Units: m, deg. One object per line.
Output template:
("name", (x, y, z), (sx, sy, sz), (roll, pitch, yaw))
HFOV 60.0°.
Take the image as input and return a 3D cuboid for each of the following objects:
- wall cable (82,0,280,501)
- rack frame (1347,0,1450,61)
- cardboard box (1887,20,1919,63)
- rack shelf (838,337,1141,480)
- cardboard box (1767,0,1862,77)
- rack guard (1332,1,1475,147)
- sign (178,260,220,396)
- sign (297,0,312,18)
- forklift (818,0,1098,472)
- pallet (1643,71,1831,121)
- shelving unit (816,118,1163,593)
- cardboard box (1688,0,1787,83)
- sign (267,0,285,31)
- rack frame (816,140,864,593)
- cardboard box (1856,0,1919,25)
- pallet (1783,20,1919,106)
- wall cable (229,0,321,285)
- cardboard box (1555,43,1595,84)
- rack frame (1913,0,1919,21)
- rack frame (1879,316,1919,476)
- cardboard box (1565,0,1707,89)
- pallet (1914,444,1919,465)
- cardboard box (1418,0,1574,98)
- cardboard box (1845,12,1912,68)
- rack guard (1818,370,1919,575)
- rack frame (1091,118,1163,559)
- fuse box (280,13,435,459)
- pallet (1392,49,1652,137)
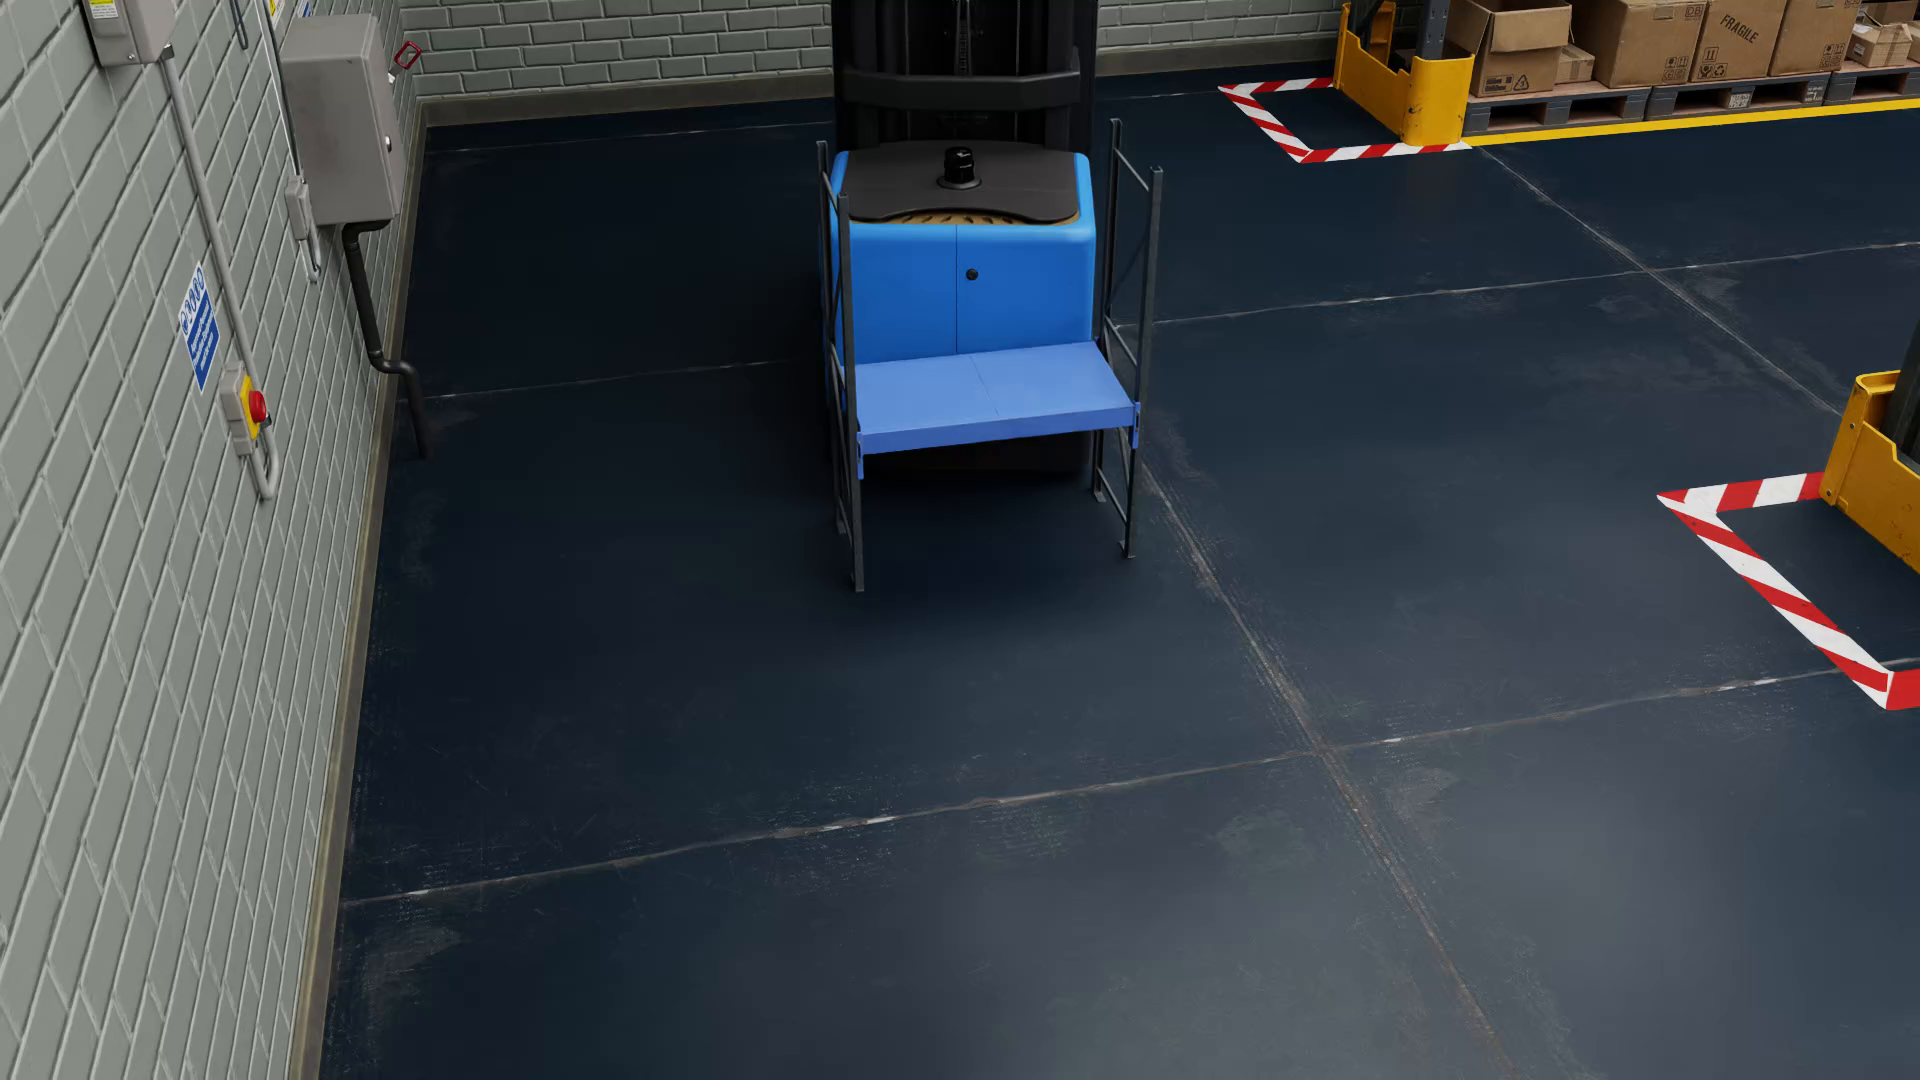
("wall cable", (-1.824, -0.882, 3.933), (0.123, 1.953, 0.585), (-7, 35, -11))
("rack frame", (2.572, -3.850, 9.296), (0.127, 3.000, 1.000), (-7, 35, -11))
("cardboard box", (5.995, -3.105, 10.366), (0.250, 0.149, 0.380), (-8, 35, -12))
("rack shelf", (0.085, -0.481, 5.944), (1.000, 0.185, 0.538), (-7, 34, -10))
("cardboard box", (5.044, -3.222, 10.226), (0.500, 0.500, 0.700), (-8, 35, -12))
("rack guard", (2.646, -2.822, 10.006), (0.348, 0.500, 1.175), (-7, 35, -11))
("sign", (-1.873, -0.526, 4.099), (0.001, 0.218, 0.327), (-7, 35, -11))
("sign", (-2.456, -1.810, 6.341), (0.001, 0.494, 0.329), (-7, 35, -11))
("forklift", (0.024, -2.274, 7.009), (1.130, 2.935, 3.031), (1, 34, 1))
("pallet", (4.611, -2.948, 10.454), (1.213, 0.211, 1.003), (-7, 35, -11))
("shelving unit", (0.085, -0.631, 5.844), (1.048, 1.500, 0.538), (-7, 34, -10))
("cardboard box", (4.570, -3.105, 10.052), (0.500, 0.500, 0.500), (-7, 34, -10))
("sign", (-2.335, -1.894, 5.640), (0.001, 0.242, 0.339), (-7, 35, -11))
("rack frame", (-0.412, -0.571, 5.755), (0.032, 1.500, 0.500), (-7, 34, -10))
("cardboard box", (5.777, -3.447, 10.731), (0.500, 0.311, 0.500), (-6, 34, -9))
("pallet", (5.803, -3.100, 10.681), (1.213, 0.211, 1.003), (-7, 35, -11))
("wall cable", (-2.148, -1.638, 5.088), (0.122, 1.984, 0.588), (-7, 35, -11))
("cardboard box", (3.612, -2.896, 10.055), (0.250, 0.149, 0.380), (-9, 35, -12))
("rack frame", (6.473, -4.342, 10.028), (0.127, 3.000, 1.000), (-7, 35, -11))
("rack frame", (3.671, -1.153, 5.276), (0.127, 3.000, 1.000), (-7, 35, -11))
("cardboard box", (4.032, -3.094, 10.036), (0.500, 0.500, 0.700), (-6, 34, -9))
("pallet", (4.433, -0.136, 6.263), (1.213, 0.211, 1.003), (-7, 35, -11))
("cardboard box", (3.190, -3.012, 9.910), (0.637, 0.503, 0.797), (-9, 35, -12))
("cardboard box", (5.647, -3.109, 10.268), (0.258, 0.266, 0.396), (-6, 34, -9))
("rack guard", (3.647, -0.112, 5.968), (0.348, 0.500, 1.175), (-7, 35, -11))
("rack frame", (0.583, -0.690, 5.932), (0.032, 1.500, 0.500), (-7, 34, -10))
("fuse box", (-2.145, -1.072, 6.312), (0.414, 1.711, 0.539), (-7, 35, -11))
("pallet", (3.424, -2.800, 10.234), (1.213, 0.211, 1.003), (-7, 35, -11))
